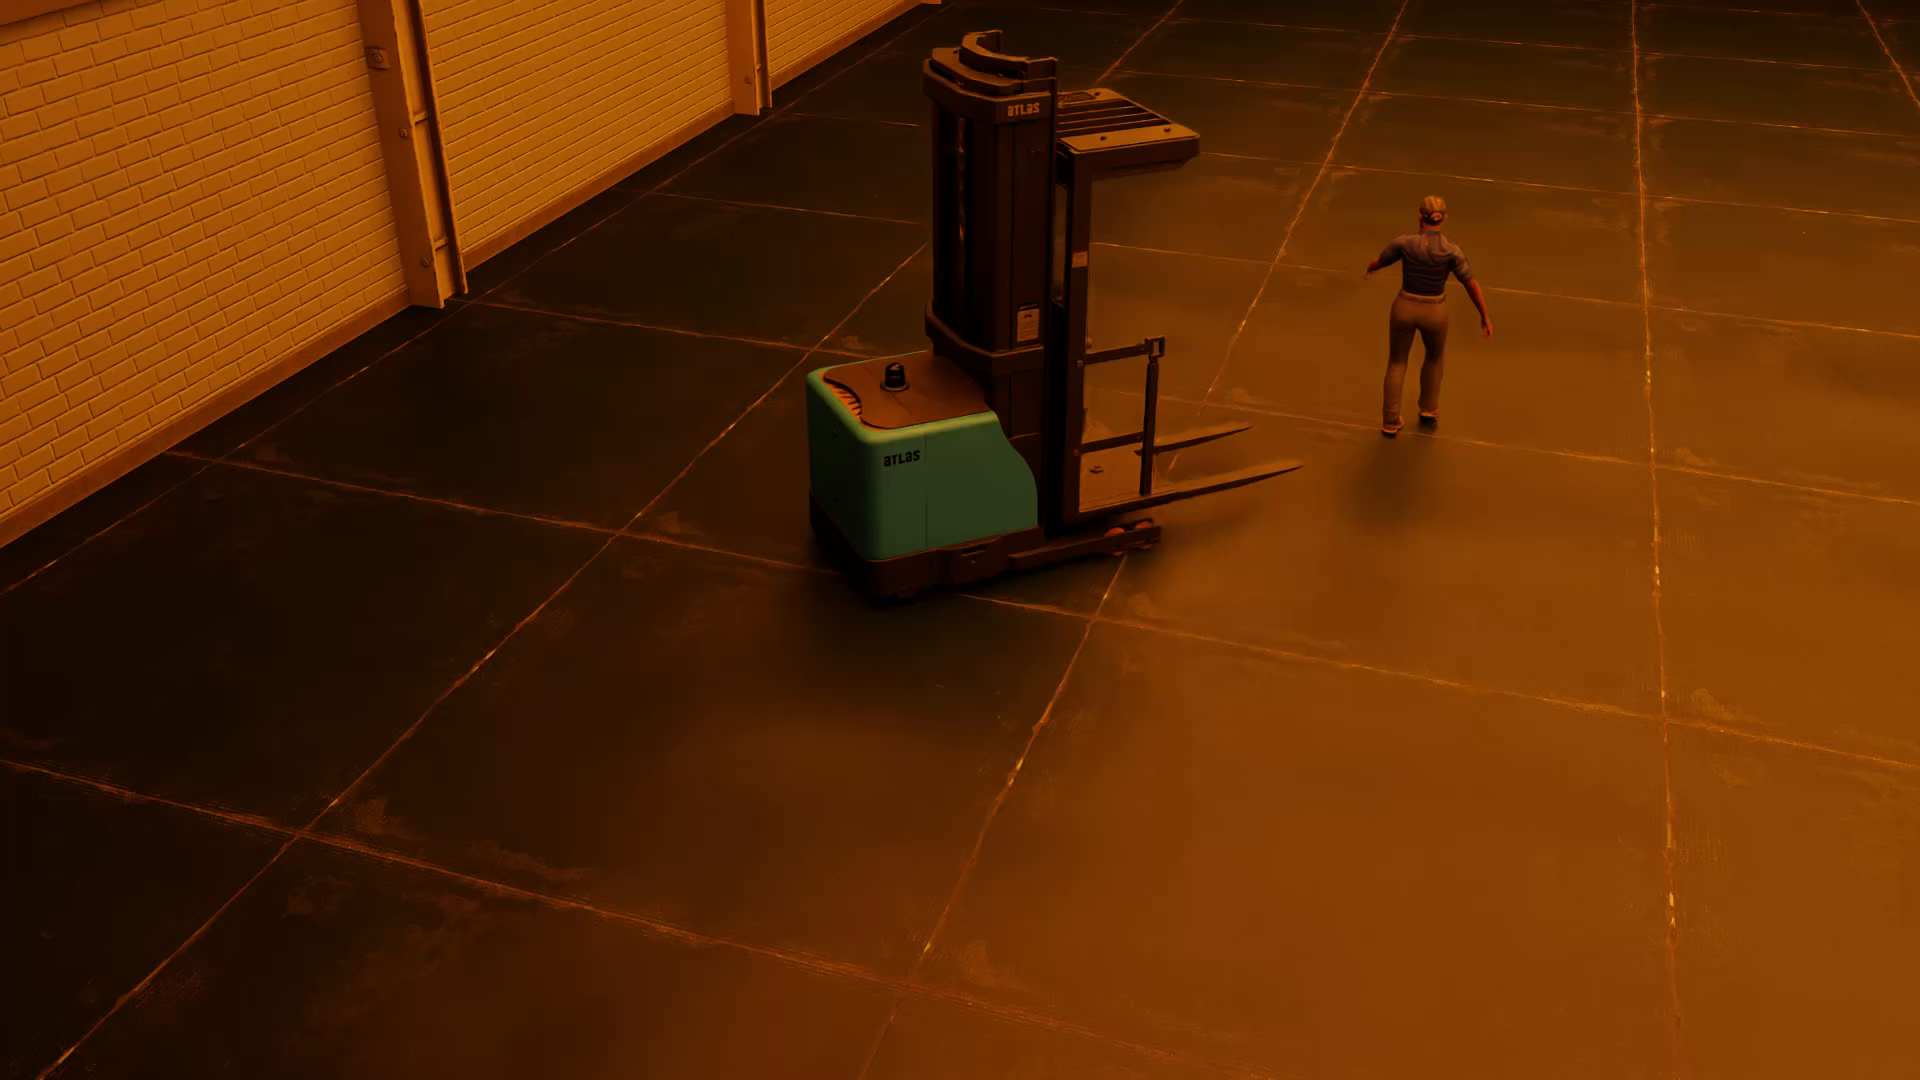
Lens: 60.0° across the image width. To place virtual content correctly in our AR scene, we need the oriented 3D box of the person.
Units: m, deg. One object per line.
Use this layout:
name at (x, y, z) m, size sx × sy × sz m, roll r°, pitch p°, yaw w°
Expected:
person at (3.123, -1.505, 11.155) m, size 0.907 × 1.665 × 0.614 m, roll 13°, pitch 32°, yaw 21°

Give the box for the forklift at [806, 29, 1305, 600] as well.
forklift at (0.656, -1.405, 9.601) m, size 3.031 × 2.935 × 1.130 m, roll -12°, pitch 32°, yaw -20°
